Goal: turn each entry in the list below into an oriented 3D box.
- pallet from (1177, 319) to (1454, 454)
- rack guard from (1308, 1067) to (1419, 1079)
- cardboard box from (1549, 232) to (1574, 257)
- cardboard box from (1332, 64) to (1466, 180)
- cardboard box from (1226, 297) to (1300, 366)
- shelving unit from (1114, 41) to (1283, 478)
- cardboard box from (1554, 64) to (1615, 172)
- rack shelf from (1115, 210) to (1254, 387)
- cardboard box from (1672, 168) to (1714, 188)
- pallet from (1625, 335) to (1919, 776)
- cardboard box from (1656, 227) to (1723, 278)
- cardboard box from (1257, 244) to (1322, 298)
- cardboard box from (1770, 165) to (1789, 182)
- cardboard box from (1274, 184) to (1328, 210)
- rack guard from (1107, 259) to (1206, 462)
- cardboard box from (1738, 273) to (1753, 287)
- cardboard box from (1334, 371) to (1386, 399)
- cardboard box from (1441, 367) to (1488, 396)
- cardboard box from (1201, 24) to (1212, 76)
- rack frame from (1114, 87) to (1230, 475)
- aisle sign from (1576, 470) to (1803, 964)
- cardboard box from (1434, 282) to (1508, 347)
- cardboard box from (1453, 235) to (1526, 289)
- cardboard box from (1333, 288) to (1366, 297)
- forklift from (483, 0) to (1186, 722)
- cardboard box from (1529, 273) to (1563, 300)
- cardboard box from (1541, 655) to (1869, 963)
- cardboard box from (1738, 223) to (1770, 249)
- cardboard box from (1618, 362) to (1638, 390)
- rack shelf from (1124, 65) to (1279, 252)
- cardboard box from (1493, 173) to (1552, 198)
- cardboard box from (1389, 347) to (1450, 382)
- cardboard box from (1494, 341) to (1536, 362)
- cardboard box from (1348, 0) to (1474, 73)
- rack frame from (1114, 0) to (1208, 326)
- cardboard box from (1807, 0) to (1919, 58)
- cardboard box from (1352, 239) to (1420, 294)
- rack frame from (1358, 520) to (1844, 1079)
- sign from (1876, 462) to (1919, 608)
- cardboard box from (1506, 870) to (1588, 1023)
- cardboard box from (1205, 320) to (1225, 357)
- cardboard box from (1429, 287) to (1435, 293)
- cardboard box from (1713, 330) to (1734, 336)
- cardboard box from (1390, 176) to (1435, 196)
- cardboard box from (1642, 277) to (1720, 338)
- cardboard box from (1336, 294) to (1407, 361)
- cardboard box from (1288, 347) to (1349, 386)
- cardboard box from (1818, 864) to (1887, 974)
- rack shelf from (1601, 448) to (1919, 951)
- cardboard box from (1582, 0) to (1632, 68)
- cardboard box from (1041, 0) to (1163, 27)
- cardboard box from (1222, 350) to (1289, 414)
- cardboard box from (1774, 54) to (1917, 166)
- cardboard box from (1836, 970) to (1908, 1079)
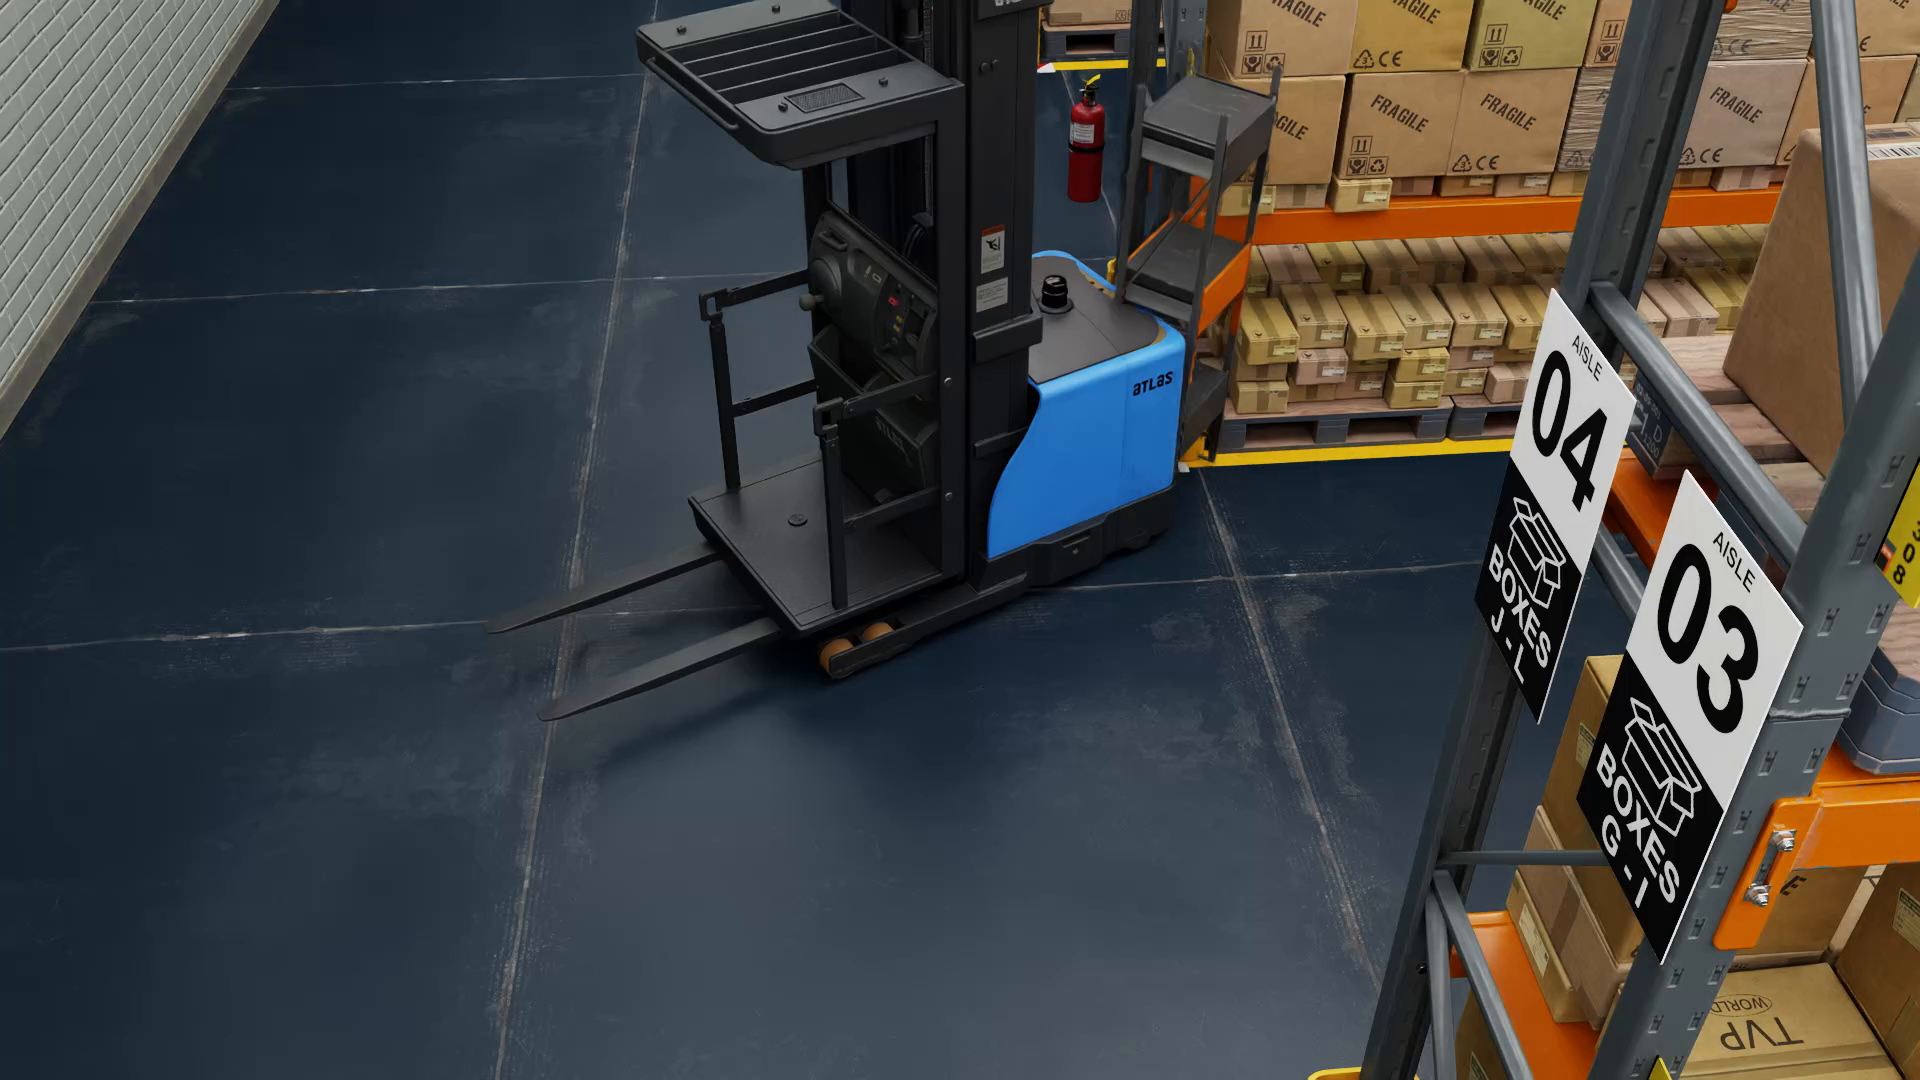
[{"bbox_3d":[1.809,-0.852,8.659,1.213,0.211,1.003,-3,38,-4],"label":"pallet"},{"bbox_3d":[1.236,2.129,4.648,0.348,0.500,1.175,-3,38,-4],"label":"rack guard"},{"bbox_3d":[3.234,-1.446,8.644,0.250,0.149,0.380,-5,39,-6],"label":"cardboard box"},{"bbox_3d":[1.924,-1.975,7.510,0.500,0.500,0.500,-3,38,-4],"label":"cardboard box"},{"bbox_3d":[1.473,-1.018,8.101,0.250,0.149,0.380,-5,39,-6],"label":"cardboard box"},{"bbox_3d":[0.981,-1.090,7.399,0.431,2.100,0.503,25,47,22],"label":"shelving unit"},{"bbox_3d":[2.920,-2.026,7.575,0.500,0.500,0.500,-4,38,-5],"label":"cardboard box"},{"bbox_3d":[0.981,-1.080,7.408,0.431,0.518,0.480,25,47,22],"label":"rack shelf"},{"bbox_3d":[3.338,-1.808,7.822,0.250,0.149,0.380,-4,38,-5],"label":"cardboard box"},{"bbox_3d":[1.998,-0.044,3.034,1.213,0.211,1.003,-3,38,-4],"label":"pallet"},{"bbox_3d":[3.759,-1.476,8.681,0.250,0.149,0.380,-4,38,-5],"label":"cardboard box"},{"bbox_3d":[1.681,-1.362,8.537,0.250,0.149,0.380,-2,38,-3],"label":"cardboard box"},{"bbox_3d":[3.860,-1.849,7.875,0.250,0.149,0.380,-4,38,-5],"label":"cardboard box"},{"bbox_3d":[1.523,-1.676,7.655,0.250,0.149,0.380,-2,38,-2],"label":"cardboard box"},{"bbox_3d":[0.997,-0.942,8.541,0.348,0.500,1.175,-3,38,-4],"label":"rack guard"},{"bbox_3d":[4.076,-1.181,8.308,0.250,0.149,0.380,-3,38,-4],"label":"cardboard box"},{"bbox_3d":[1.972,-0.879,8.405,0.250,0.149,0.380,-3,38,-3],"label":"cardboard box"},{"bbox_3d":[2.482,-0.898,8.429,0.250,0.149,0.380,-3,38,-4],"label":"cardboard box"},{"bbox_3d":[1.346,-2.259,7.870,0.500,0.500,0.500,-2,38,-3],"label":"cardboard box"},{"bbox_3d":[0.849,-0.953,7.246,0.400,2.100,0.015,25,47,22],"label":"rack frame"},{"bbox_3d":[1.215,0.315,2.831,0.004,0.787,0.394,-3,38,-4],"label":"aisle sign"},{"bbox_3d":[2.516,-1.116,8.225,0.250,0.149,0.380,-2,38,-2],"label":"cardboard box"},{"bbox_3d":[2.727,-1.425,8.617,0.250,0.149,0.380,-4,38,-6],"label":"cardboard box"},{"bbox_3d":[1.939,-1.317,8.719,0.250,0.149,0.380,-5,39,-6],"label":"cardboard box"},{"bbox_3d":[-0.532,-0.943,6.579,3.031,2.935,1.130,-21,43,-25],"label":"forklift"},{"bbox_3d":[3.024,-1.175,8.300,0.250,0.149,0.380,-3,38,-4],"label":"cardboard box"},{"bbox_3d":[1.722,0.605,3.837,0.500,0.500,0.500,-3,38,-3],"label":"cardboard box"},{"bbox_3d":[4.264,-1.549,8.773,0.250,0.149,0.380,-1,38,-2],"label":"cardboard box"},{"bbox_3d":[3.248,-0.923,8.461,0.250,0.149,0.380,-2,38,-3],"label":"cardboard box"},{"bbox_3d":[1.000,-1.593,6.932,0.431,0.518,0.480,25,47,22],"label":"rack shelf"},{"bbox_3d":[2.562,-1.752,7.752,0.250,0.149,0.380,-4,38,-5],"label":"cardboard box"},{"bbox_3d":[2.245,-0.948,8.252,0.250,0.149,0.380,-2,38,-3],"label":"cardboard box"},{"bbox_3d":[2.767,-1.061,8.396,0.250,0.149,0.380,-1,38,-2],"label":"cardboard box"},{"bbox_3d":[1.894,-2.360,7.192,0.500,0.500,0.500,-2,38,-3],"label":"cardboard box"},{"bbox_3d":[0.921,-1.919,7.761,0.127,3.000,1.000,-3,38,-4],"label":"rack frame"},{"bbox_3d":[3.947,-2.463,7.322,0.500,0.500,0.500,-4,38,-5],"label":"cardboard box"},{"bbox_3d":[2.192,-1.430,8.623,0.250,0.149,0.380,-5,39,-6],"label":"cardboard box"},{"bbox_3d":[1.260,1.146,3.876,0.127,3.000,1.000,-3,38,-4],"label":"rack frame"},{"bbox_3d":[1.303,-0.063,2.217,0.005,0.325,0.100,-3,38,-4],"label":"sign"},{"bbox_3d":[1.585,1.022,4.236,0.250,0.149,0.380,-2,38,-3],"label":"cardboard box"},{"bbox_3d":[1.427,-1.123,8.714,0.250,0.149,0.380,-3,38,-3],"label":"cardboard box"},{"bbox_3d":[2.454,-1.353,8.765,0.250,0.149,0.380,-3,38,-3],"label":"cardboard box"},{"bbox_3d":[3.828,-1.087,8.428,0.250,0.149,0.380,-3,38,-4],"label":"cardboard box"},{"bbox_3d":[2.042,-1.756,7.757,0.250,0.149,0.380,-1,38,-2],"label":"cardboard box"},{"bbox_3d":[3.549,-1.144,8.260,0.250,0.149,0.380,-5,39,-6],"label":"cardboard box"},{"bbox_3d":[1.999,-1.042,8.131,0.250,0.149,0.380,-3,38,-4],"label":"cardboard box"},{"bbox_3d":[1.744,-0.932,8.233,0.250,0.149,0.380,-3,38,-4],"label":"cardboard box"},{"bbox_3d":[2.224,0.871,4.106,0.500,0.250,0.500,-4,38,-5],"label":"cardboard box"},{"bbox_3d":[3.252,0.141,3.308,4.000,0.370,1.077,-3,38,-4],"label":"rack shelf"},{"bbox_3d":[2.921,-2.405,7.249,0.500,0.500,0.500,-4,38,-5],"label":"cardboard box"},{"bbox_3d":[1.031,-4.225,12.413,0.875,0.438,0.875,-4,38,-6],"label":"cardboard box"},{"bbox_3d":[1.471,-0.796,8.300,0.250,0.149,0.380,-2,38,-3],"label":"cardboard box"},{"bbox_3d":[3.931,-2.066,7.626,0.500,0.500,0.500,-4,38,-5],"label":"cardboard box"},{"bbox_3d":[2.279,1.196,3.693,0.500,0.250,0.500,-4,38,-5],"label":"cardboard box"}]
